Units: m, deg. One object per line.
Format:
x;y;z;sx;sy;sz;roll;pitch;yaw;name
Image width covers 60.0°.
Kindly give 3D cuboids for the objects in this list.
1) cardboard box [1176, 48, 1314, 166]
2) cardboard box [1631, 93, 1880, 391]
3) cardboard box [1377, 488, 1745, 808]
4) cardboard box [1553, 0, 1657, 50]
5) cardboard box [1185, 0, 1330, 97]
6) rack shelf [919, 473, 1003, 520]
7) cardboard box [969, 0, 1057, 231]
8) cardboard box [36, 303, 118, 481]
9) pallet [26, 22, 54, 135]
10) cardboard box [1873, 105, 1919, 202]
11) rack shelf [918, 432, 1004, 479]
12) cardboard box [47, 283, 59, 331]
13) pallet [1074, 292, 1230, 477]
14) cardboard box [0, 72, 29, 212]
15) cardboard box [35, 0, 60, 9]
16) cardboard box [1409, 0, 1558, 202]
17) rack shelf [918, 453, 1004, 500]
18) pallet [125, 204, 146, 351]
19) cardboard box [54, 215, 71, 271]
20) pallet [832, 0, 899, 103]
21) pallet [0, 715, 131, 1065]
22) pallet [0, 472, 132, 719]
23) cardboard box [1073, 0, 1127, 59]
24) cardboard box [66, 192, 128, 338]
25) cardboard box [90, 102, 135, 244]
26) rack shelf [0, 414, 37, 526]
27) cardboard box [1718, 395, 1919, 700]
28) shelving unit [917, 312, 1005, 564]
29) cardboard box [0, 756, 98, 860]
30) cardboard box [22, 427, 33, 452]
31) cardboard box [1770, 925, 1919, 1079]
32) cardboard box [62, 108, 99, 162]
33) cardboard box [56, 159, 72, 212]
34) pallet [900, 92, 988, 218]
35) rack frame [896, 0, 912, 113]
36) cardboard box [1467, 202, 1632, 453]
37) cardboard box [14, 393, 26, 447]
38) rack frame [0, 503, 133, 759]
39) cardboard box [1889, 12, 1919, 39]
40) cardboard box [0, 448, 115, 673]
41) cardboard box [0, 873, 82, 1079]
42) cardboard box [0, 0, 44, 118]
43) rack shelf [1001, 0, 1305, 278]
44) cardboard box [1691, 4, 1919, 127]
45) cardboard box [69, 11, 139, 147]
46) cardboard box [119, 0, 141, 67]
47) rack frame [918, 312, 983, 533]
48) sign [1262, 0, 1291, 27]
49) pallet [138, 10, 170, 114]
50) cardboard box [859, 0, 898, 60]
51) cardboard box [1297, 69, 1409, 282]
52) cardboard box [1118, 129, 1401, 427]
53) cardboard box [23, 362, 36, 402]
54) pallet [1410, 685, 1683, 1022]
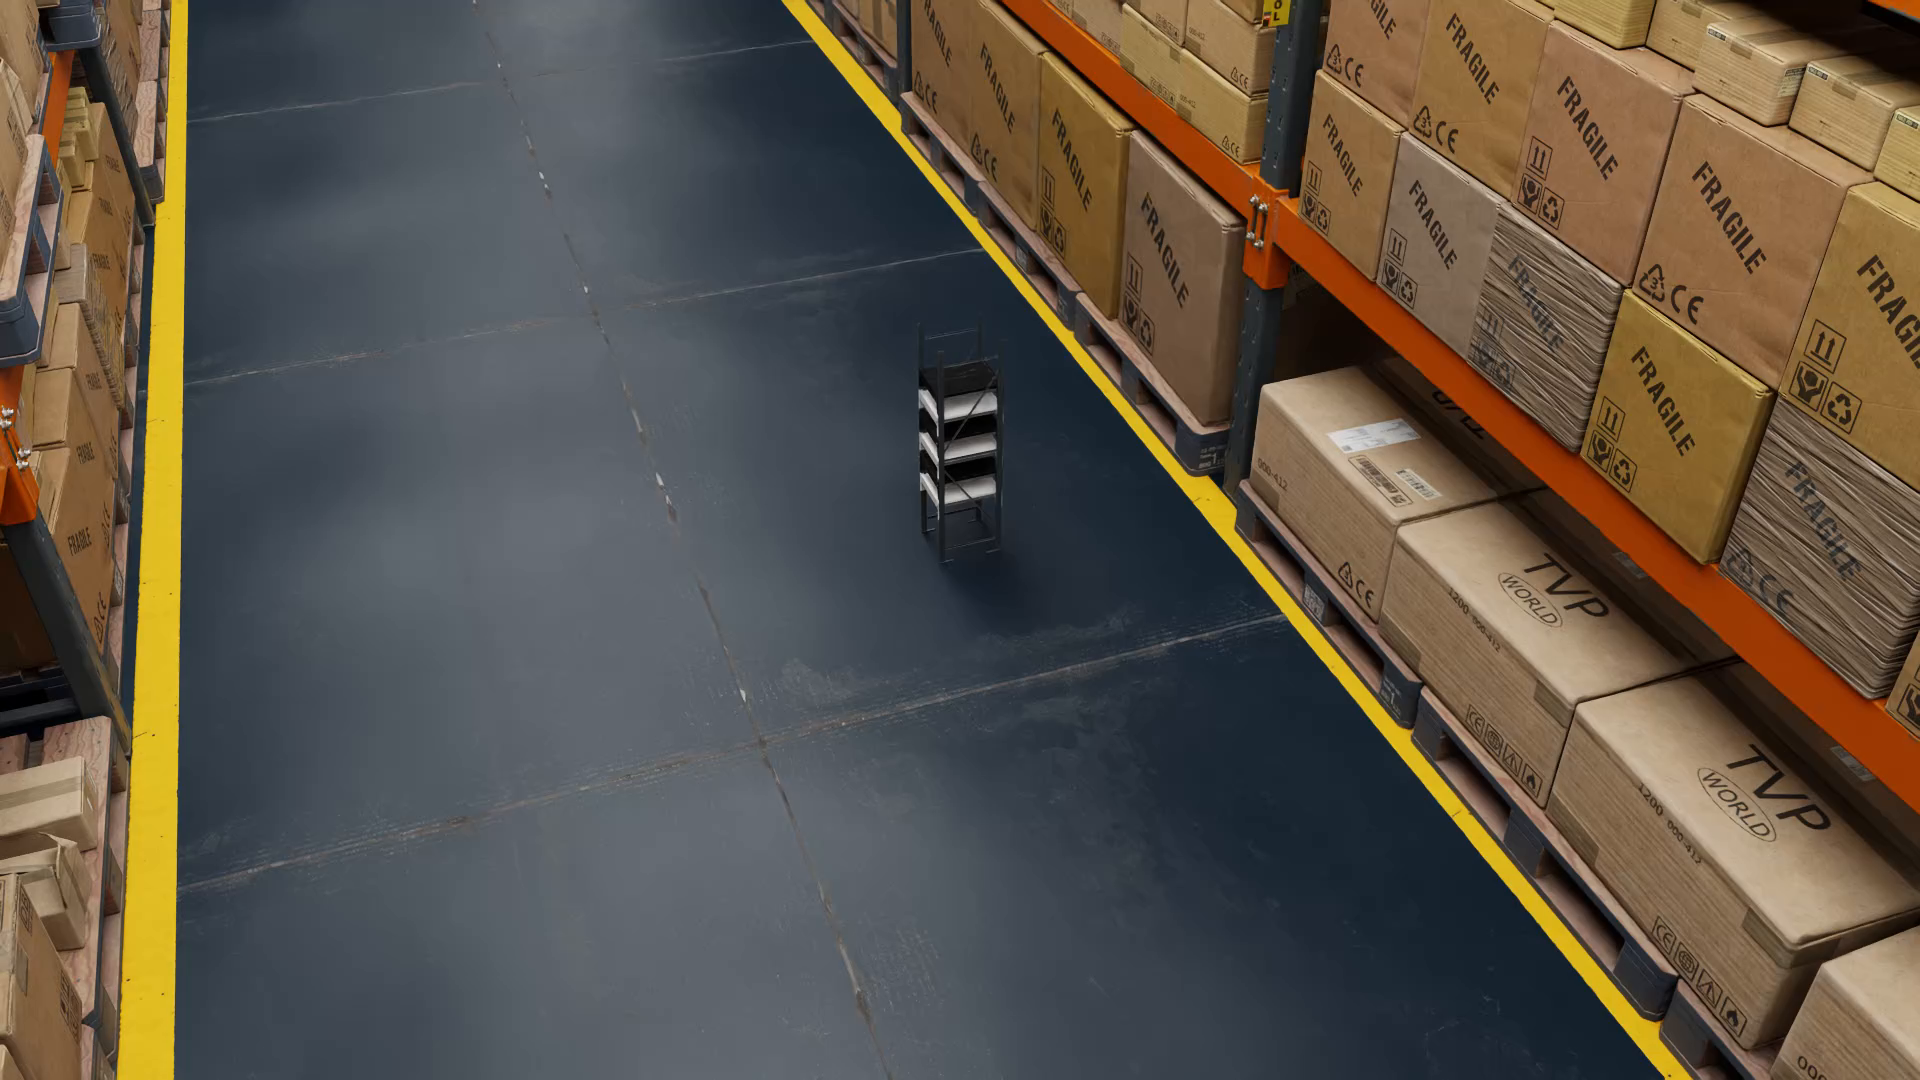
1.124;-1.603;6.010;0.500;0.250;0.500;-13;39;-17;cardboard box
1.957;-0.718;3.796;0.500;0.500;0.500;-13;39;-16;cardboard box
1.939;0.276;5.171;0.875;0.438;0.875;-14;39;-17;cardboard box
1.703;-1.342;4.085;0.380;0.149;0.250;-14;39;-17;cardboard box
1.135;-1.800;5.856;0.500;0.250;0.500;-12;39;-16;cardboard box
0.003;-0.184;6.102;0.258;0.077;0.200;-12;39;-16;rack shelf
0.602;-2.128;8.000;0.875;0.875;0.875;-12;39;-15;cardboard box
-3.459;-0.503;6.153;0.500;0.500;0.500;-14;39;-17;cardboard box
-3.847;-1.517;5.931;1.003;0.211;1.213;-12;39;-16;pallet
2.090;-0.771;3.328;0.380;0.149;0.250;-12;38;-15;cardboard box
0.003;-0.328;5.993;0.258;0.077;0.200;-12;39;-16;rack shelf
-3.526;-0.843;6.065;0.380;0.149;0.250;-11;38;-14;cardboard box
1.179;-0.768;7.095;1.003;0.211;1.213;-12;39;-16;pallet
-3.279;-1.252;4.987;0.700;0.500;0.500;-12;39;-15;cardboard box
-3.853;-2.271;6.547;0.500;0.250;0.500;-14;39;-18;cardboard box
1.620;-1.295;4.563;0.500;0.500;0.500;-13;39;-17;cardboard box
0.003;-0.256;6.047;0.258;0.077;0.200;-12;39;-16;rack shelf
-4.299;-1.148;7.599;1.003;0.211;1.213;-12;39;-16;pallet
-3.683;-1.139;6.458;0.380;0.149;0.250;-14;39;-18;cardboard box
-0.129;-3.049;10.123;1.003;0.211;1.213;-12;39;-16;pallet
-2.908;1.070;4.654;1.003;0.211;1.213;-12;39;-16;pallet
-3.459;0.230;5.769;1.003;0.211;1.213;-12;39;-16;pallet
0.794;-2.180;6.776;0.500;0.250;0.500;-13;39;-17;cardboard box
-3.828;-1.087;6.928;0.500;0.500;0.500;-11;38;-14;cardboard box
-4.173;-1.667;7.698;0.500;0.500;0.500;-11;38;-15;cardboard box
-2.456;0.985;3.047;1.077;0.370;4.000;-12;39;-16;rack shelf
2.133;-0.035;3.720;0.500;0.500;0.500;-11;38;-15;cardboard box
0.003;-0.355;5.973;0.258;0.900;0.210;-12;39;-16;shelving unit
-2.676;0.793;4.725;0.380;0.149;0.250;-14;39;-17;cardboard box
-3.185;-0.259;5.290;0.380;0.149;0.250;-13;39;-17;cardboard box
2.571;1.301;3.810;0.875;0.438;0.875;-14;39;-17;cardboard box
-3.990;-1.746;7.264;0.380;0.149;0.250;-14;39;-18;cardboard box
-3.892;-1.429;6.844;0.380;0.149;0.250;-11;38;-15;cardboard box
0.339;-2.147;8.925;1.003;0.211;1.213;-12;39;-16;pallet
0.139;-3.722;8.698;1.000;3.000;0.127;-12;39;-16;rack frame
1.765;-0.615;4.490;0.500;0.500;0.500;-12;39;-16;cardboard box
-3.152;-0.374;5.195;0.380;0.149;0.250;-14;39;-18;cardboard box
-3.144;-0.432;4.331;1.000;3.000;0.127;-12;39;-16;rack frame
2.399;-1.181;3.872;0.380;0.149;0.250;-12;39;-16;cardboard box
-3.099;0.079;5.381;0.500;0.500;0.500;-11;38;-14;cardboard box
-2.504;1.216;3.871;0.700;0.500;0.500;-14;39;-18;cardboard box
-3.549;-1.695;5.575;0.700;0.500;0.500;-13;39;-16;cardboard box
0.827;-2.304;7.414;1.077;0.370;4.000;-12;39;-16;rack shelf
1.887;-1.064;3.716;0.380;0.149;0.250;-12;39;-16;cardboard box
-4.722;-2.266;8.390;0.875;0.625;0.625;-11;38;-15;cardboard box
-5.186;-3.014;9.383;0.875;0.625;0.625;-14;39;-18;cardboard box
-0.032;-0.412;6.049;0.240;0.900;0.006;-12;39;-16;rack frame
1.009;-1.775;5.217;0.100;0.325;0.005;-12;39;-16;sign
-5.183;-2.739;9.711;1.003;0.211;1.213;-12;39;-16;pallet
-0.046;-3.161;9.788;0.950;0.372;0.625;-15;40;-19;cardboard box
1.431;-1.183;5.244;0.500;0.500;0.500;-11;38;-14;cardboard box
1.227;-1.115;6.654;0.875;0.875;0.875;-11;38;-15;cardboard box
-3.391;-0.553;5.681;0.380;0.149;0.250;-13;39;-17;cardboard box
2.127;0.788;5.028;1.003;0.211;1.213;-12;39;-16;pallet
